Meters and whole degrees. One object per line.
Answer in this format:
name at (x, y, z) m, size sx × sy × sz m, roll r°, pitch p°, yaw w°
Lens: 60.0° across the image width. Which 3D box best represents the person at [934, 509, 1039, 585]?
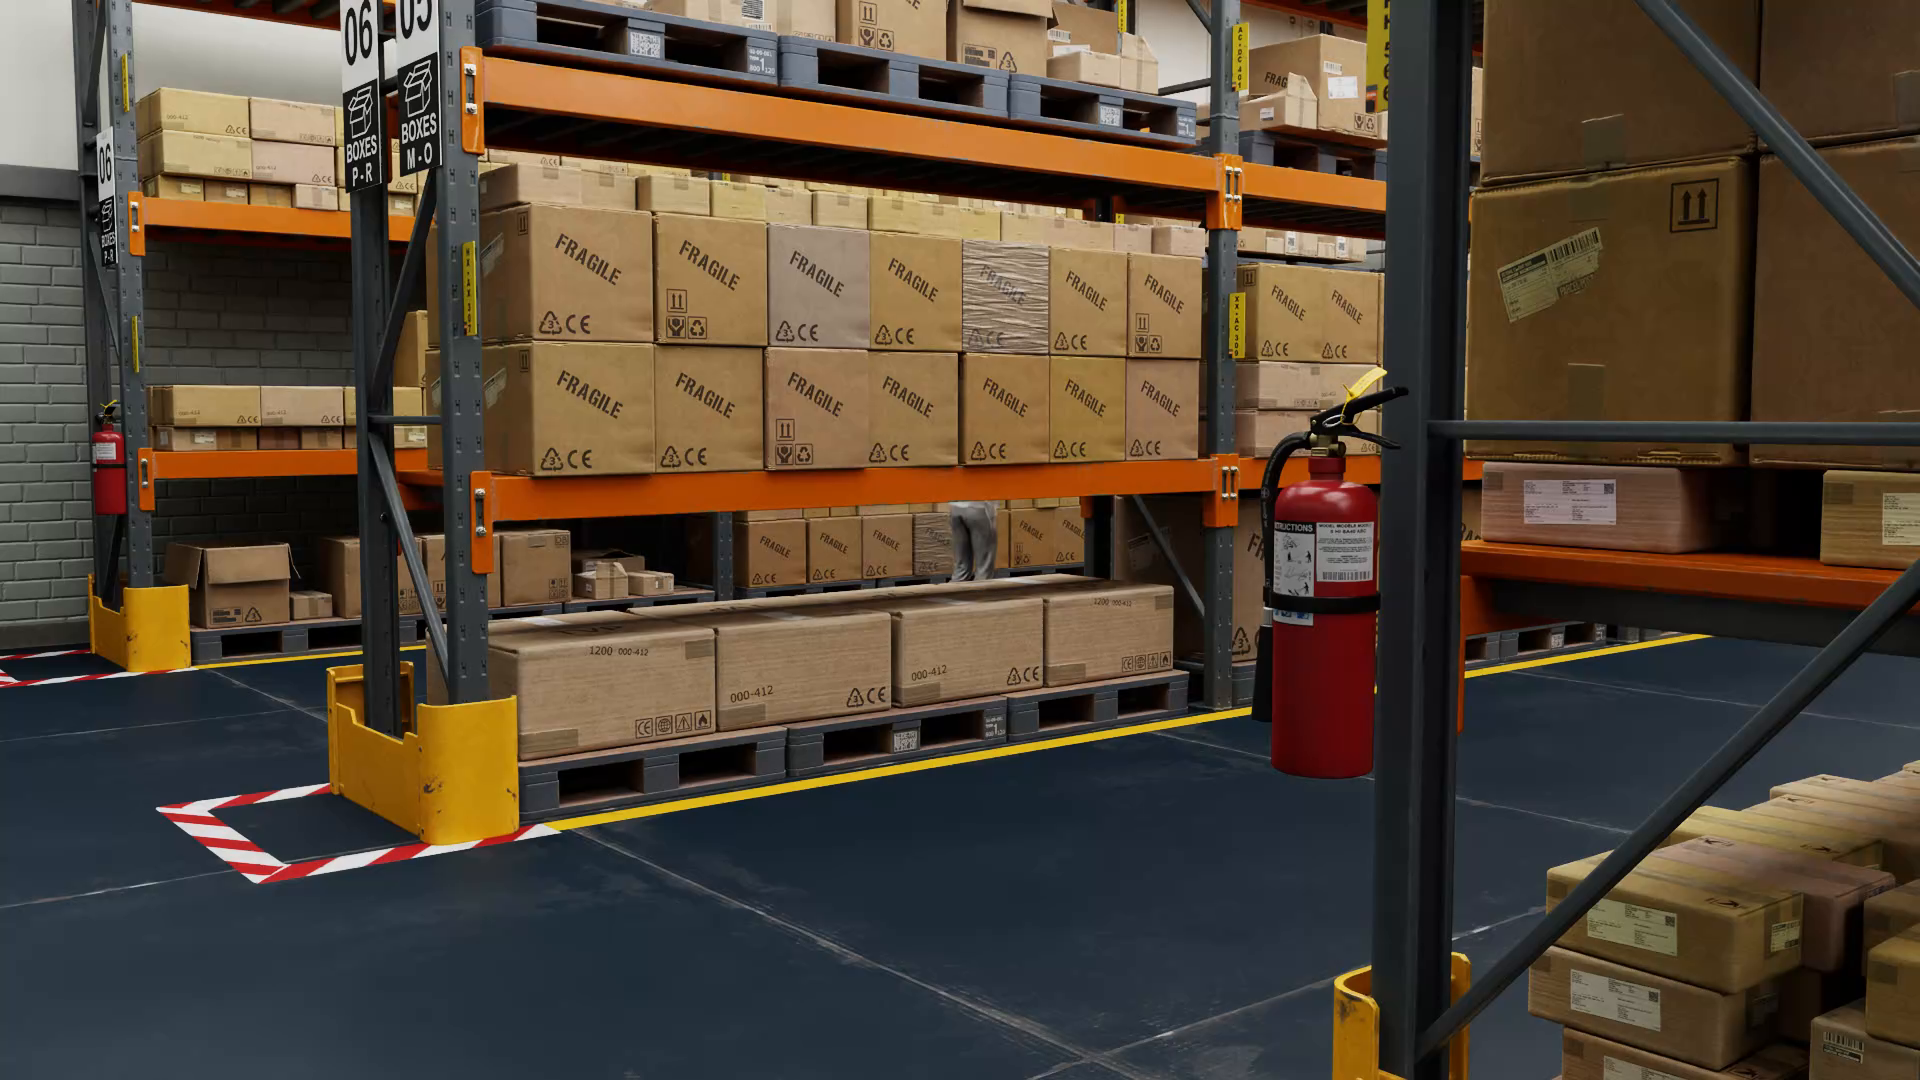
person at (0.211, 0.232, 11.439) m, size 0.858 × 0.874 × 0.484 m, roll -4°, pitch 6°, yaw -39°
